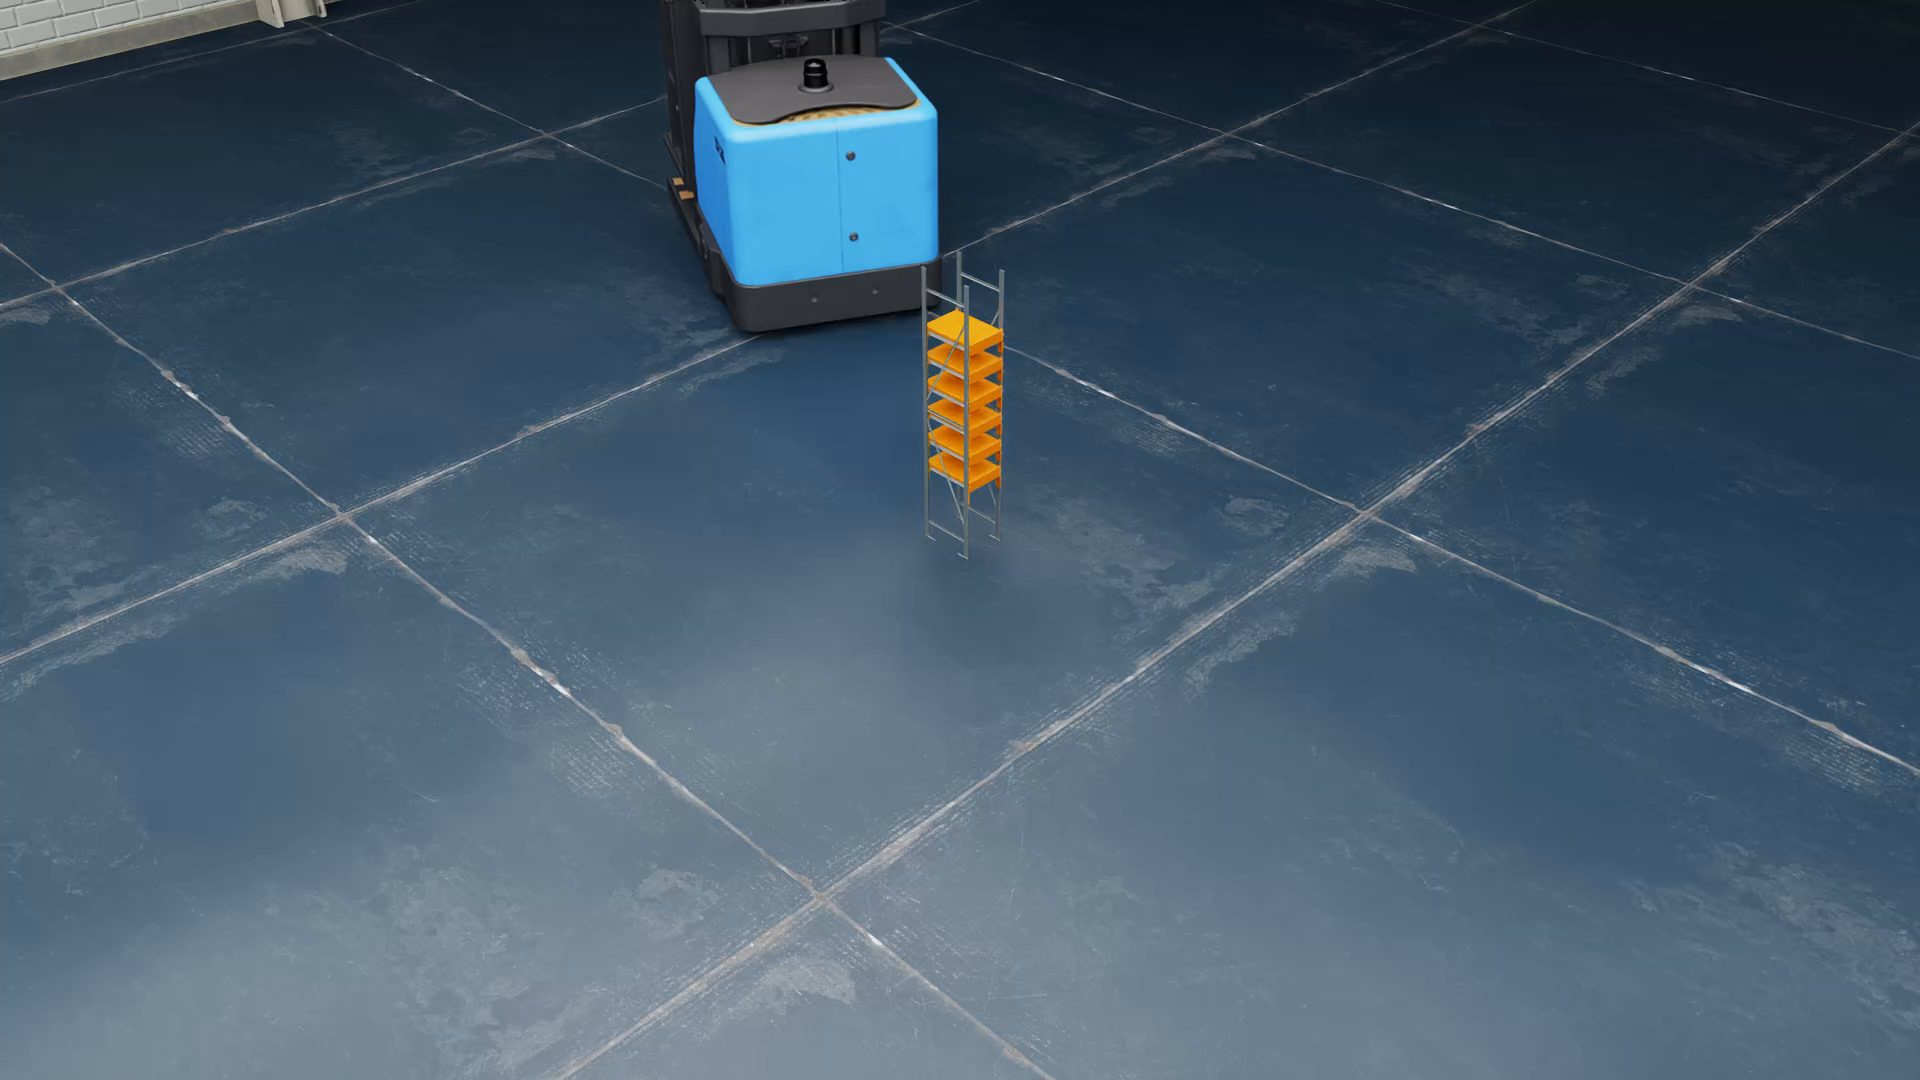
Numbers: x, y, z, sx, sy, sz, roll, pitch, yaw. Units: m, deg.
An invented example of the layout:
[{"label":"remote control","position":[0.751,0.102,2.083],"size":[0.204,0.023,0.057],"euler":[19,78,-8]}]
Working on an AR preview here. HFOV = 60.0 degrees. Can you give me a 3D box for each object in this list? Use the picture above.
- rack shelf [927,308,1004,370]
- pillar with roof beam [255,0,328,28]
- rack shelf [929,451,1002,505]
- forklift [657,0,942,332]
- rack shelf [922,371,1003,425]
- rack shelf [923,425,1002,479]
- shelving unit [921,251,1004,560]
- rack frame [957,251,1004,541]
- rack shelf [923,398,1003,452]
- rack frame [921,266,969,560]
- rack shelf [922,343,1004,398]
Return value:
[{"label":"rack shelf","position":[0.010,-0.757,6.235],"size":[0.258,0.103,0.180],"euler":[30,45,35]},{"label":"pillar with roof beam","position":[-1.876,-5.821,7.230],"size":[9.100,9.000,0.400],"euler":[30,45,35]},{"label":"rack shelf","position":[0.010,-0.265,6.578],"size":[0.258,0.103,0.180],"euler":[30,45,35]},{"label":"forklift","position":[-1.028,-3.054,8.567],"size":[1.130,2.935,3.031],"euler":[-11,36,-15]},{"label":"rack shelf","position":[0.010,-0.560,6.372],"size":[0.258,0.103,0.180],"euler":[30,45,35]},{"label":"rack shelf","position":[0.010,-0.363,6.509],"size":[0.258,0.103,0.180],"euler":[30,45,35]},{"label":"shelving unit","position":[0.010,-0.498,6.415],"size":[0.258,1.200,0.189],"euler":[30,45,35]},{"label":"rack frame","position":[0.075,-0.535,6.468],"size":[0.240,1.200,0.006],"euler":[30,45,35]},{"label":"rack shelf","position":[0.010,-0.462,6.441],"size":[0.258,0.103,0.180],"euler":[30,45,35]},{"label":"rack frame","position":[-0.054,-0.461,6.362],"size":[0.240,1.200,0.006],"euler":[30,45,35]},{"label":"rack shelf","position":[0.010,-0.658,6.303],"size":[0.258,0.103,0.180],"euler":[30,45,35]}]
